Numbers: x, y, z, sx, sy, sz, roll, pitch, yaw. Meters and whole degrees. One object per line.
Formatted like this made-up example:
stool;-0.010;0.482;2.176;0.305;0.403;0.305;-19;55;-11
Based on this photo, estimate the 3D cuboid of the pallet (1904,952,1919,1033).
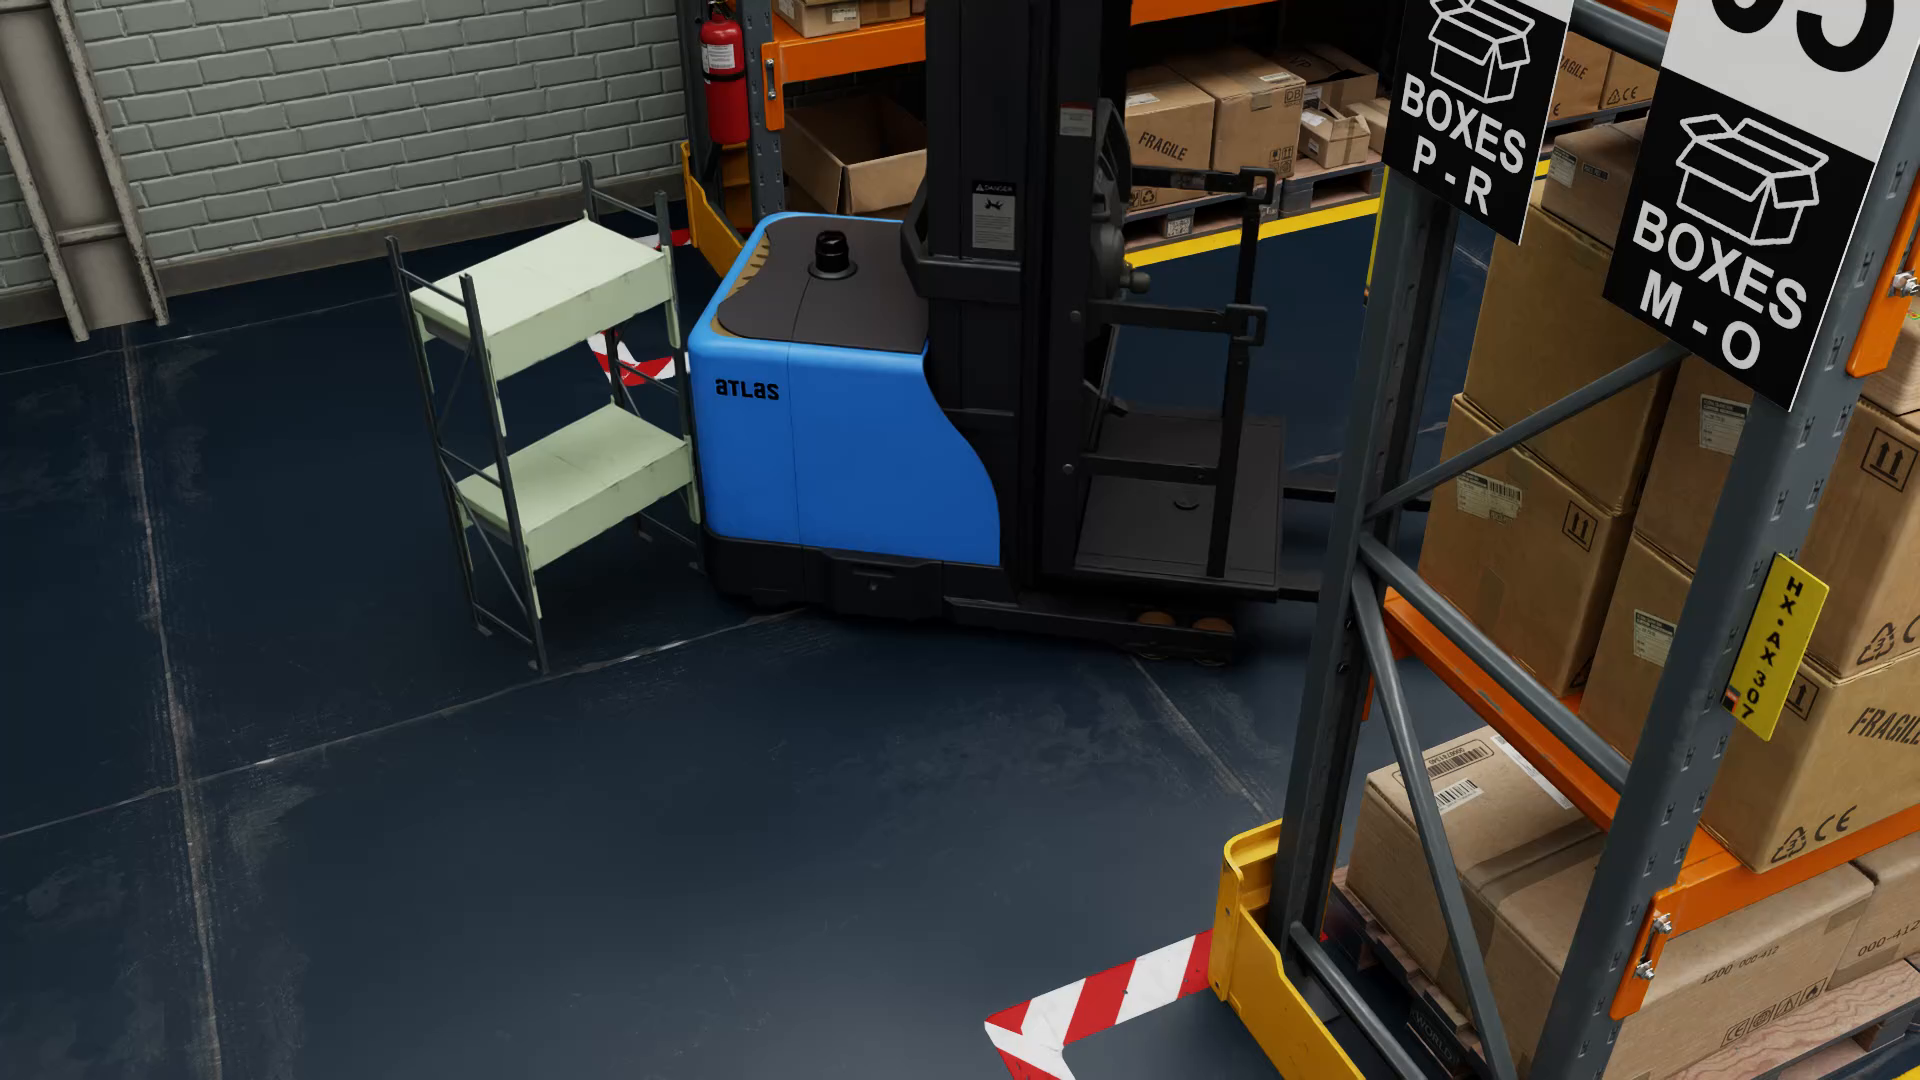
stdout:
pallet;2.883;0.825;4.960;1.213;0.211;1.003;-16;39;-20

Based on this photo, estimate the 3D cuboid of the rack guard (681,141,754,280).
rack guard;-0.954;-1.435;7.765;0.348;0.500;1.175;-16;39;-20

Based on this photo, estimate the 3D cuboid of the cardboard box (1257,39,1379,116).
cardboard box;1.900;-2.481;8.981;0.500;0.311;0.500;-14;39;-18

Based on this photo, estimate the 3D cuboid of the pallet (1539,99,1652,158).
pallet;3.318;-2.538;9.495;1.213;0.211;1.003;-16;39;-20

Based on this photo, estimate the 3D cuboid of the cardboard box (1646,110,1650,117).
cardboard box;1.549;-0.722;3.238;0.250;0.149;0.380;-15;39;-19

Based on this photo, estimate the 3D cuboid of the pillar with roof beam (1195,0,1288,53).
pillar with roof beam;3.414;-3.830;3.860;0.400;9.000;9.100;-16;39;-20

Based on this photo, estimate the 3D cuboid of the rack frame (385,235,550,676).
rack frame;-1.552;-0.224;5.293;0.400;1.500;0.023;27;44;31

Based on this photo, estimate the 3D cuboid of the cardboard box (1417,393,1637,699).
cardboard box;1.414;-0.049;3.714;0.500;0.500;0.500;-15;39;-20

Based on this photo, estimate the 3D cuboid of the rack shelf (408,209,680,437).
rack shelf;-1.314;-0.703;5.284;0.431;0.370;0.720;27;44;31

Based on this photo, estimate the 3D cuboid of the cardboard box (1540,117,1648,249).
cardboard box;1.329;-0.645;3.134;0.250;0.149;0.380;-15;39;-19

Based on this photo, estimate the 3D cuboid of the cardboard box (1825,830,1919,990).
cardboard box;2.469;0.660;4.641;0.875;0.438;0.875;-15;39;-19

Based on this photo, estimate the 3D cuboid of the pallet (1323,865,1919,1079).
pallet;1.780;1.132;4.547;1.213;0.211;1.003;-16;39;-20

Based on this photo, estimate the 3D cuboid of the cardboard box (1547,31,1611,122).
cardboard box;3.132;-2.598;8.980;0.500;0.500;0.500;-14;39;-18

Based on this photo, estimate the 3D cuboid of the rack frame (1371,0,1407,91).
rack frame;2.598;-3.432;8.359;0.127;3.000;1.000;-16;39;-20

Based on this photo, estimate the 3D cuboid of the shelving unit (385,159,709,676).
shelving unit;-1.314;-0.390;5.517;0.431;1.500;0.755;27;44;31

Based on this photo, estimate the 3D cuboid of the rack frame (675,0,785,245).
rack frame;-1.023;-2.419;6.994;0.127;3.000;1.000;-16;39;-20

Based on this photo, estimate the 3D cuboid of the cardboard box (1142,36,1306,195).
cardboard box;1.301;-2.146;8.371;0.500;0.500;0.700;-17;40;-22

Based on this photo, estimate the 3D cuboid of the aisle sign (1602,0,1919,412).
aisle sign;1.148;-0.613;2.377;0.004;0.787;0.394;-16;39;-20

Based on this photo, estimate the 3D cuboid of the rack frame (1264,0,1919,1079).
rack frame;1.090;0.256;3.386;0.127;3.000;1.000;-16;39;-20

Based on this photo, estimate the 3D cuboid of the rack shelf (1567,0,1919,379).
rack shelf;2.900;-1.166;3.390;4.000;0.370;1.077;-16;39;-20

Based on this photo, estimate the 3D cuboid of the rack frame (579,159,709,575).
rack frame;-1.077;-0.556;5.740;0.400;1.500;0.023;27;44;31

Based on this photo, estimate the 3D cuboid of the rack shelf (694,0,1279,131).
rack shelf;0.788;-2.637;7.891;4.000;0.370;1.077;-16;39;-20

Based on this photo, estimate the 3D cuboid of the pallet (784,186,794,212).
pallet;-0.233;-1.521;8.124;1.213;0.211;1.003;-16;39;-20

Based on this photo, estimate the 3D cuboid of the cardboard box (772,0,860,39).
cardboard box;-0.609;-2.254;6.982;0.250;0.149;0.380;-16;39;-20

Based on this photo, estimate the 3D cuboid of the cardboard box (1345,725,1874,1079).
cardboard box;1.645;0.896;4.323;0.875;0.438;0.875;-17;40;-21

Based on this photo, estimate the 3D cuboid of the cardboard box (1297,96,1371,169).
cardboard box;1.895;-2.113;8.523;0.258;0.266;0.396;-14;39;-18

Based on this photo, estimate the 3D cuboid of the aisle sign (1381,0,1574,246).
aisle sign;0.893;-0.937;2.813;0.004;0.787;0.394;-16;39;-20

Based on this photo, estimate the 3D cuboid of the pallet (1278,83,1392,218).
pallet;1.976;-2.139;8.956;1.213;0.211;1.003;-16;39;-20

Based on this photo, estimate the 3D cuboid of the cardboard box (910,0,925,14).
cardboard box;-0.175;-2.428;7.217;0.250;0.149;0.380;-16;40;-21

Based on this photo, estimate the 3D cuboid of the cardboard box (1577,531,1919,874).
cardboard box;1.646;0.250;3.312;0.500;0.500;0.500;-16;39;-20

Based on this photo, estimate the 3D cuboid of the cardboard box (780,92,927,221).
cardboard box;-0.429;-1.689;7.753;0.637;0.503;0.797;-17;40;-22

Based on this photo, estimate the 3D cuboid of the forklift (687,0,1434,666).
forklift;0.669;-1.091;5.260;3.031;2.935;1.130;6;37;8

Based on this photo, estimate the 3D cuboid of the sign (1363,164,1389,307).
sign;0.872;-0.600;3.370;0.005;0.325;0.100;-16;39;-20

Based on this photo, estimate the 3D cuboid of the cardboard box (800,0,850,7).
cardboard box;-0.498;-2.448;6.909;0.500;0.250;0.500;-15;39;-20

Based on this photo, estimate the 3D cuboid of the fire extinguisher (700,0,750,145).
fire extinguisher;-0.960;-1.952;6.742;0.183;0.674;0.296;-16;39;-20

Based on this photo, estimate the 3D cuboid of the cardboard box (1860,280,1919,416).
cardboard box;1.529;-0.386;2.785;0.250;0.149;0.380;-15;39;-19

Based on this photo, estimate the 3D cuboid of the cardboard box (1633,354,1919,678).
cardboard box;1.645;-0.153;3.015;0.500;0.500;0.500;-16;40;-21

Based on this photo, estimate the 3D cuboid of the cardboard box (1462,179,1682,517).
cardboard box;1.425;-0.436;3.396;0.500;0.500;0.500;-14;39;-18

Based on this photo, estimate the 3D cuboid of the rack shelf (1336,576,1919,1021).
rack shelf;2.900;0.039;4.283;4.000;0.370;1.077;-16;39;-20

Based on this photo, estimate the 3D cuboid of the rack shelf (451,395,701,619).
rack shelf;-1.314;-0.128;5.711;0.431;0.370;0.720;27;44;31

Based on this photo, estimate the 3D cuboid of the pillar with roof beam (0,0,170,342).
pillar with roof beam;-2.017;-2.311;1.812;0.400;9.000;9.100;-16;39;-20

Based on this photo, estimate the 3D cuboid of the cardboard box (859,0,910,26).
cardboard box;-0.398;-2.343;7.102;0.250;0.149;0.380;-15;39;-19

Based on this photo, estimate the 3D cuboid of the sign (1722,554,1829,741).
sign;1.320;0.178;2.699;0.005;0.325;0.100;-16;39;-20

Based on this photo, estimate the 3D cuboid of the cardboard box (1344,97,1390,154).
cardboard box;2.219;-2.156;8.680;0.250;0.149;0.380;-17;40;-21

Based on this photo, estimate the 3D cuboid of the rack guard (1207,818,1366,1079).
rack guard;1.068;1.266;4.123;0.348;0.500;1.175;-16;39;-20

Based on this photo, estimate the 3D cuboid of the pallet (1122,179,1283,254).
pallet;0.870;-1.827;8.537;1.213;0.211;1.003;-16;39;-20

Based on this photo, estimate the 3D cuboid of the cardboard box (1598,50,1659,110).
cardboard box;3.609;-2.738;9.169;0.500;0.500;0.500;-16;40;-21

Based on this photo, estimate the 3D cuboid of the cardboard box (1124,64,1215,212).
cardboard box;0.883;-1.963;8.125;0.500;0.500;0.500;-15;39;-19
